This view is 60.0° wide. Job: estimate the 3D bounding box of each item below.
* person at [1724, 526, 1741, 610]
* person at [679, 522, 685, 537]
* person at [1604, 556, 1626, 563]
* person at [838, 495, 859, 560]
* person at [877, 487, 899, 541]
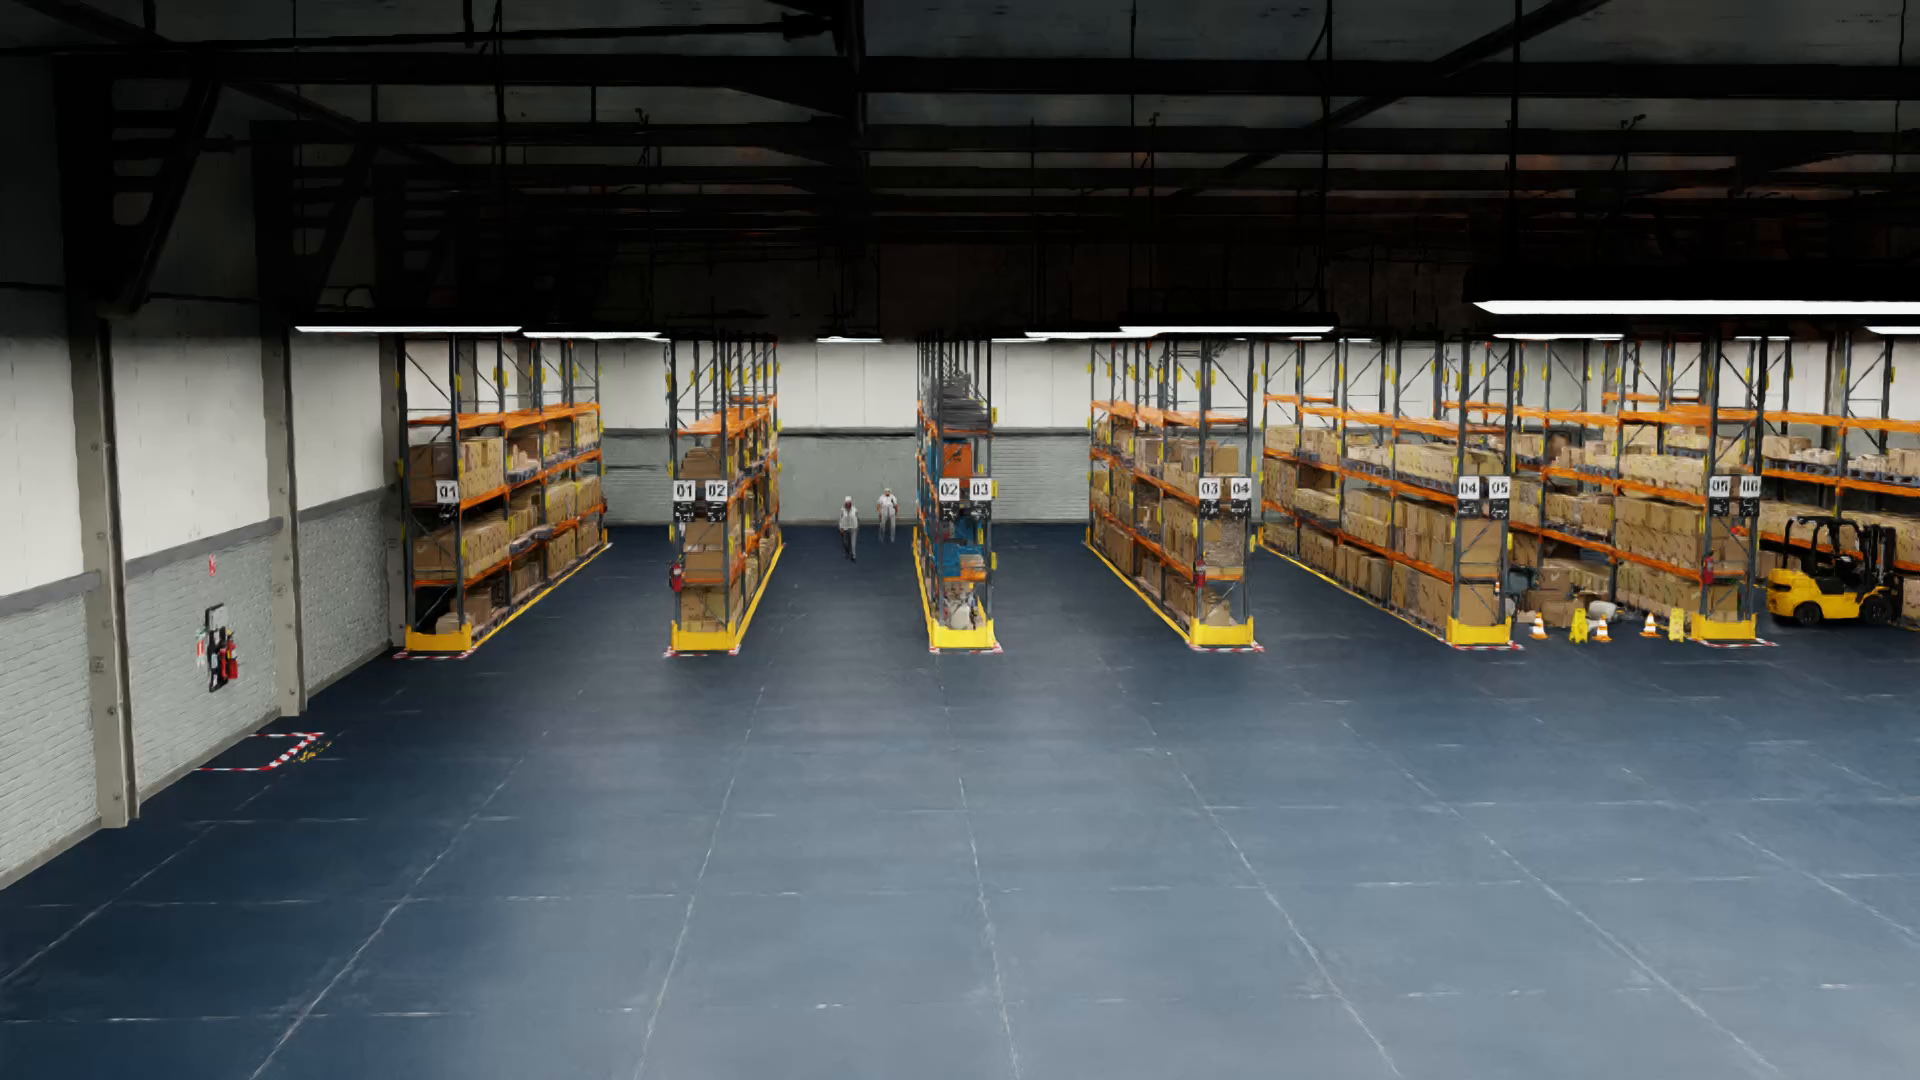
[{"bbox_3d":[16.603,0.590,35.927,0.569,1.785,0.655,4,8,28],"label":"person"},{"bbox_3d":[-7.200,-0.314,44.200,0.495,1.544,0.896,0,7,-1],"label":"person"},{"bbox_3d":[17.244,-0.264,43.700,0.558,1.661,0.571,2,7,18],"label":"person"},{"bbox_3d":[-2.969,-0.344,44.254,0.543,1.700,1.115,0,7,-1],"label":"person"},{"bbox_3d":[-2.091,-0.749,48.227,0.625,1.611,0.568,0,7,-4],"label":"person"}]
